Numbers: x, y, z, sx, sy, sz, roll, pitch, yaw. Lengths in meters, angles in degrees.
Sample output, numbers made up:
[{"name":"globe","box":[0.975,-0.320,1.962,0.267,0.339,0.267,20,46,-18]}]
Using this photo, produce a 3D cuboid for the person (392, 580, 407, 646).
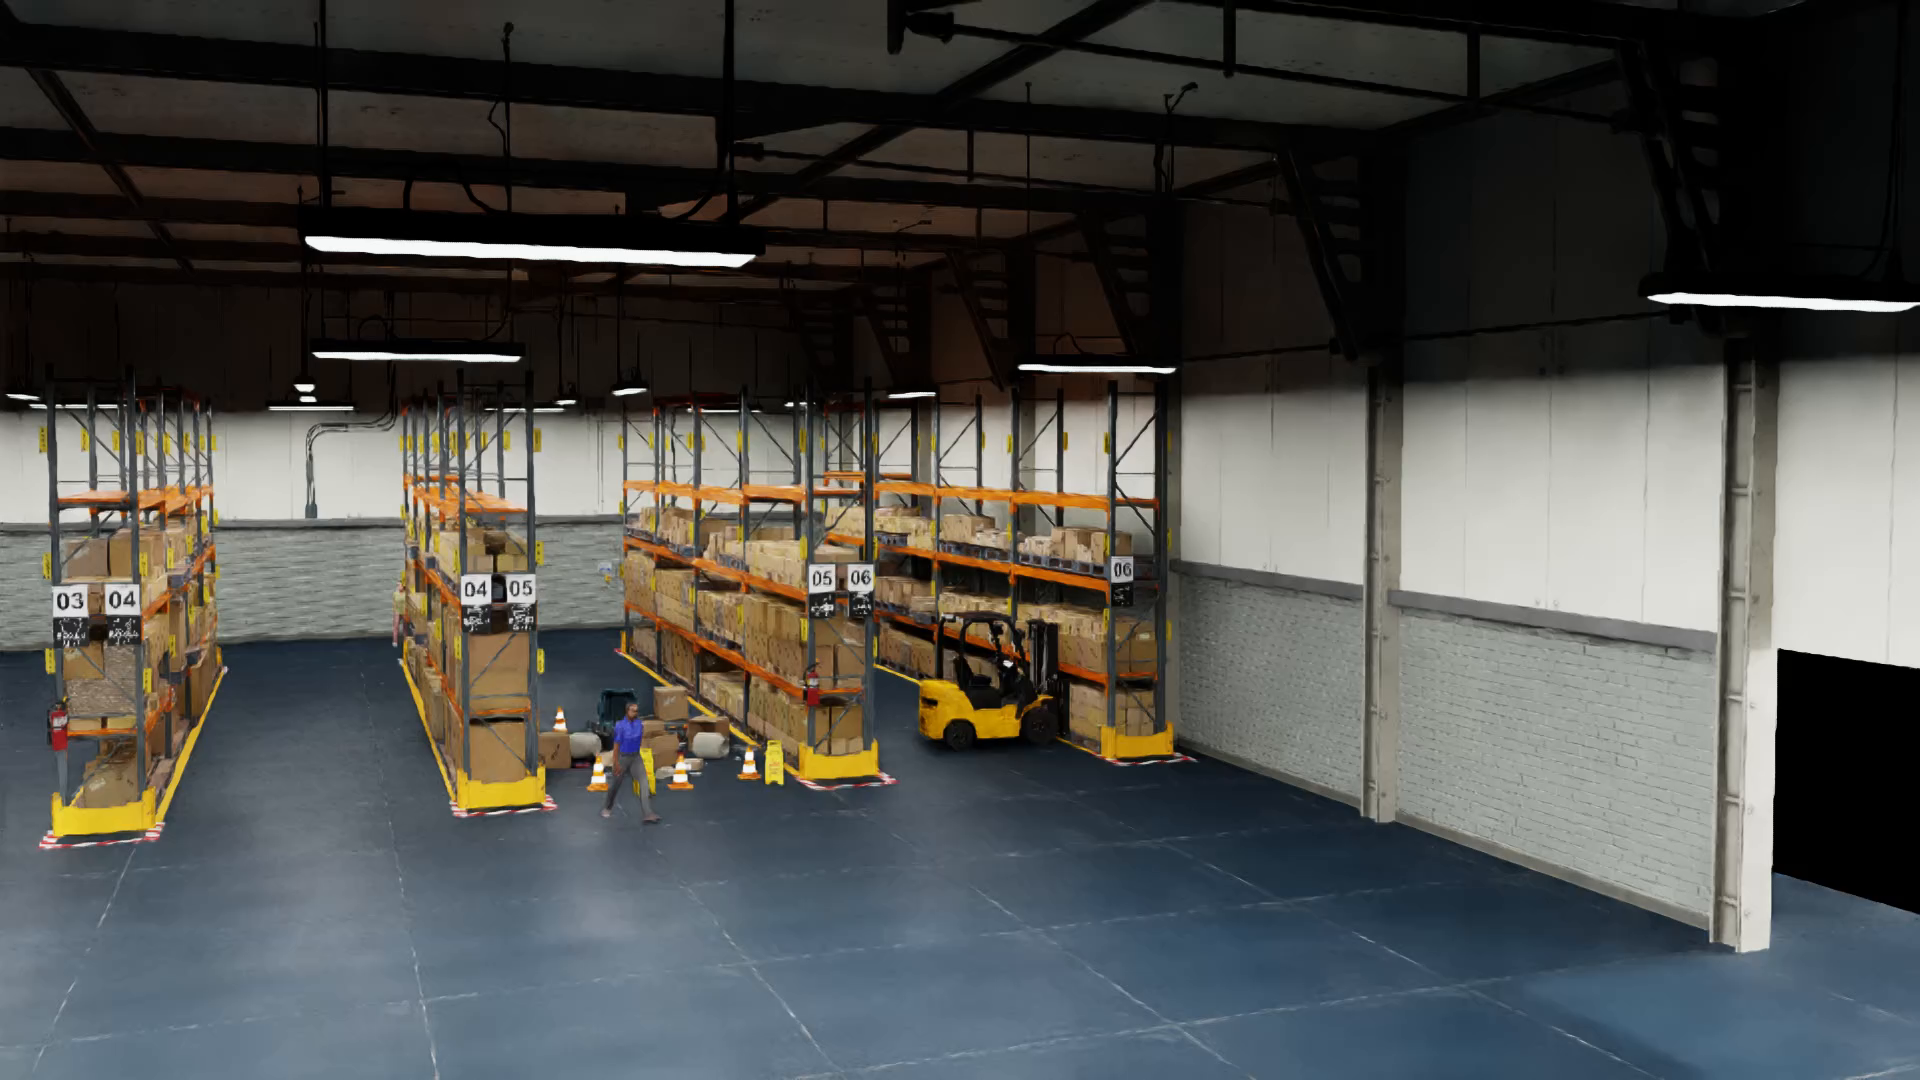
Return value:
[{"name":"person","box":[-13.756,1.786,40.985,0.448,1.601,1.006,-1,3,-11]}]

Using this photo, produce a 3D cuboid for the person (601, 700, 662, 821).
[{"name":"person","box":[-4.394,2.921,22.041,0.494,1.592,0.935,-3,5,-44]}]
